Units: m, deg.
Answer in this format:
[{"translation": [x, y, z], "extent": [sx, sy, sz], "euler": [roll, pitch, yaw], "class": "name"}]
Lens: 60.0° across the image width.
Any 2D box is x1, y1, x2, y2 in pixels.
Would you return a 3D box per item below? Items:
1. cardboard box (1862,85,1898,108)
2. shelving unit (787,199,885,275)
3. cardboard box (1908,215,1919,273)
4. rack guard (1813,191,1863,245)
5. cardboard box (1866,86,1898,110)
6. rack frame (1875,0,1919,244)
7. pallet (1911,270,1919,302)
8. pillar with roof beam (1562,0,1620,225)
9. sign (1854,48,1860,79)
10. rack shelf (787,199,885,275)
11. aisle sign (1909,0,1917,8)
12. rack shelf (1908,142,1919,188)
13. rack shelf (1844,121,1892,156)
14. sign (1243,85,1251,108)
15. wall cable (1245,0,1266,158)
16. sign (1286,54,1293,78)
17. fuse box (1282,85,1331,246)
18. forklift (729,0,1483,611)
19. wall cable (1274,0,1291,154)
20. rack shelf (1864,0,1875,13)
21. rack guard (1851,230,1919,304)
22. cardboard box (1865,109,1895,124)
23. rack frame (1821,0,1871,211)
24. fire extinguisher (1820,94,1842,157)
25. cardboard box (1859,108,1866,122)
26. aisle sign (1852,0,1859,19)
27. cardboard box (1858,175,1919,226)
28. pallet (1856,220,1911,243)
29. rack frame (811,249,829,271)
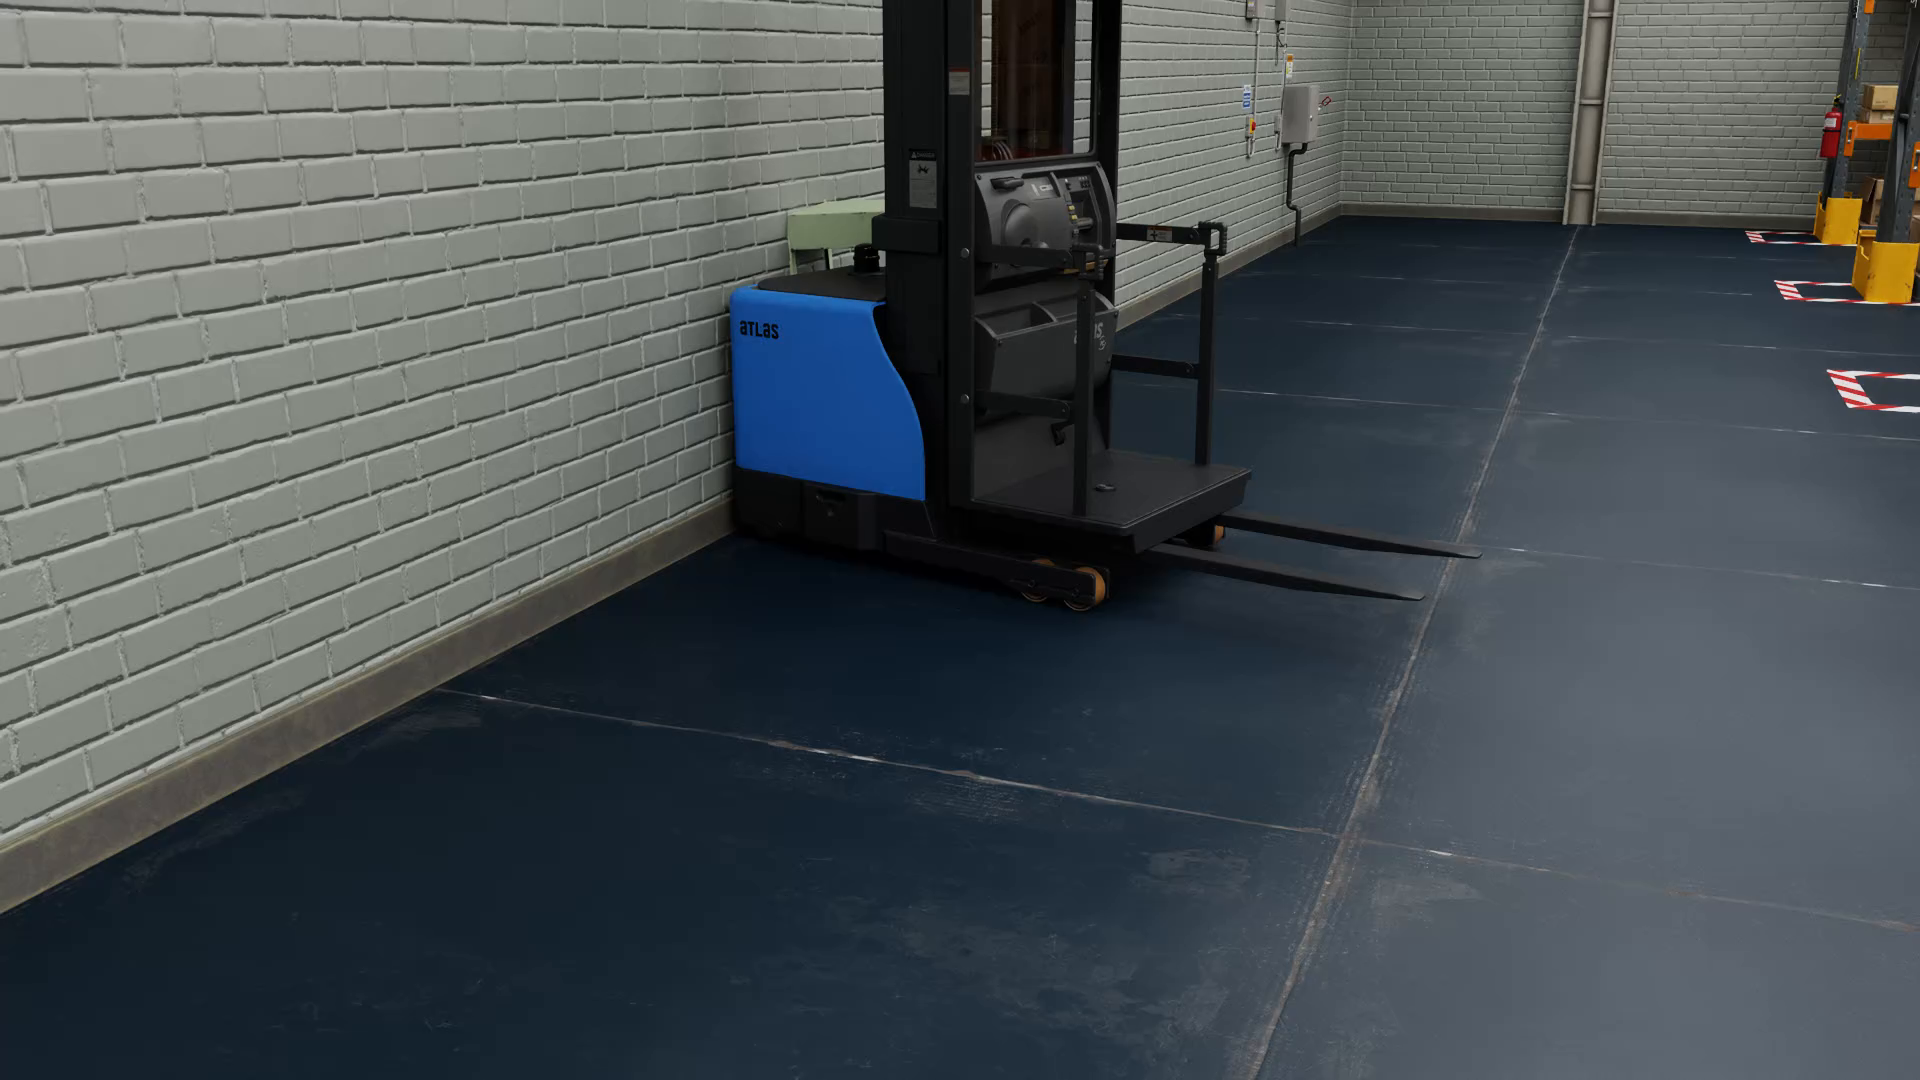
[{"translation": [10.450, -4.980, 18.682], "extent": [0.500, 0.250, 0.500], "euler": [7, 18, 22], "class": "cardboard box"}, {"translation": [-0.344, -1.002, 7.738], "extent": [0.755, 1.500, 0.431], "euler": [3, 20, 22], "class": "shelving unit"}, {"translation": [8.757, -2.529, 14.348], "extent": [0.875, 0.438, 0.875], "euler": [6, 17, 19], "class": "cardboard box"}, {"translation": [9.995, -3.679, 18.950], "extent": [0.348, 0.500, 1.175], "euler": [6, 17, 21], "class": "rack guard"}, {"translation": [10.248, -4.842, 18.207], "extent": [0.500, 0.250, 0.500], "euler": [6, 17, 21], "class": "cardboard box"}, {"translation": [8.107, -3.599, 14.192], "extent": [0.127, 3.000, 1.000], "euler": [6, 17, 21], "class": "rack frame"}, {"translation": [8.879, -2.199, 14.369], "extent": [1.213, 0.211, 1.003], "euler": [6, 17, 21], "class": "pallet"}, {"translation": [6.167, -7.161, 15.701], "extent": [0.400, 9.000, 9.100], "euler": [6, 17, 21], "class": "pillar with roof beam"}, {"translation": [9.726, -5.162, 18.022], "extent": [0.005, 0.325, 0.100], "euler": [6, 17, 21], "class": "sign"}, {"translation": [-0.377, -1.370, 7.615], "extent": [0.720, 0.370, 0.431], "euler": [3, 20, 22], "class": "rack shelf"}, {"translation": [8.154, -4.936, 14.132], "extent": [0.004, 0.787, 0.394], "euler": [6, 17, 21], "class": "aisle sign"}, {"translation": [9.967, -3.049, 13.588], "extent": [4.000, 0.370, 1.077], "euler": [6, 17, 21], "class": "rack shelf"}, {"translation": [11.785, -4.337, 18.023], "extent": [4.000, 0.370, 1.077], "euler": [6, 17, 21], "class": "rack shelf"}, {"translation": [2.778, -4.294, 16.099], "extent": [0.001, 0.218, 0.327], "euler": [6, 17, 21], "class": "sign"}, {"translation": [2.853, -4.673, 16.012], "extent": [0.123, 1.953, 0.585], "euler": [6, 17, 21], "class": "wall cable"}, {"translation": [3.546, -5.104, 17.892], "extent": [0.001, 0.242, 0.339], "euler": [6, 17, 21], "class": "sign"}, {"translation": [3.759, -4.081, 18.163], "extent": [0.414, 1.711, 0.539], "euler": [6, 17, 21], "class": "fuse box"}, {"translation": [0.517, -1.308, 6.420], "extent": [3.031, 2.935, 1.130], "euler": [11, 19, 33], "class": "forklift"}, {"translation": [3.362, -5.027, 17.288], "extent": [0.122, 1.984, 0.588], "euler": [6, 17, 21], "class": "wall cable"}, {"translation": [11.785, -5.778, 17.605], "extent": [4.000, 0.370, 1.077], "euler": [6, 17, 21], "class": "rack shelf"}, {"translation": [8.084, -2.401, 14.549], "extent": [0.348, 0.500, 1.175], "euler": [6, 17, 21], "class": "rack guard"}, {"translation": [10.130, -4.662, 18.302], "extent": [0.250, 0.149, 0.380], "euler": [6, 17, 20], "class": "cardboard box"}, {"translation": [9.924, -4.887, 18.628], "extent": [0.127, 3.000, 1.000], "euler": [6, 17, 21], "class": "rack frame"}, {"translation": [9.618, -4.566, 18.330], "extent": [0.183, 0.674, 0.296], "euler": [6, 17, 21], "class": "fire extinguisher"}, {"translation": [10.331, -4.802, 18.786], "extent": [0.250, 0.149, 0.380], "euler": [6, 17, 20], "class": "cardboard box"}, {"translation": [9.753, -6.066, 18.027], "extent": [0.004, 0.787, 0.394], "euler": [6, 17, 21], "class": "aisle sign"}, {"translation": [10.459, -3.803, 18.617], "extent": [0.637, 0.503, 0.797], "euler": [6, 17, 18], "class": "cardboard box"}, {"translation": [10.737, -3.459, 18.710], "extent": [1.213, 0.211, 1.003], "euler": [6, 17, 21], "class": "pallet"}, {"translation": [-0.682, -1.018, 7.877], "extent": [0.023, 1.500, 0.400], "euler": [3, 20, 22], "class": "rack frame"}]
